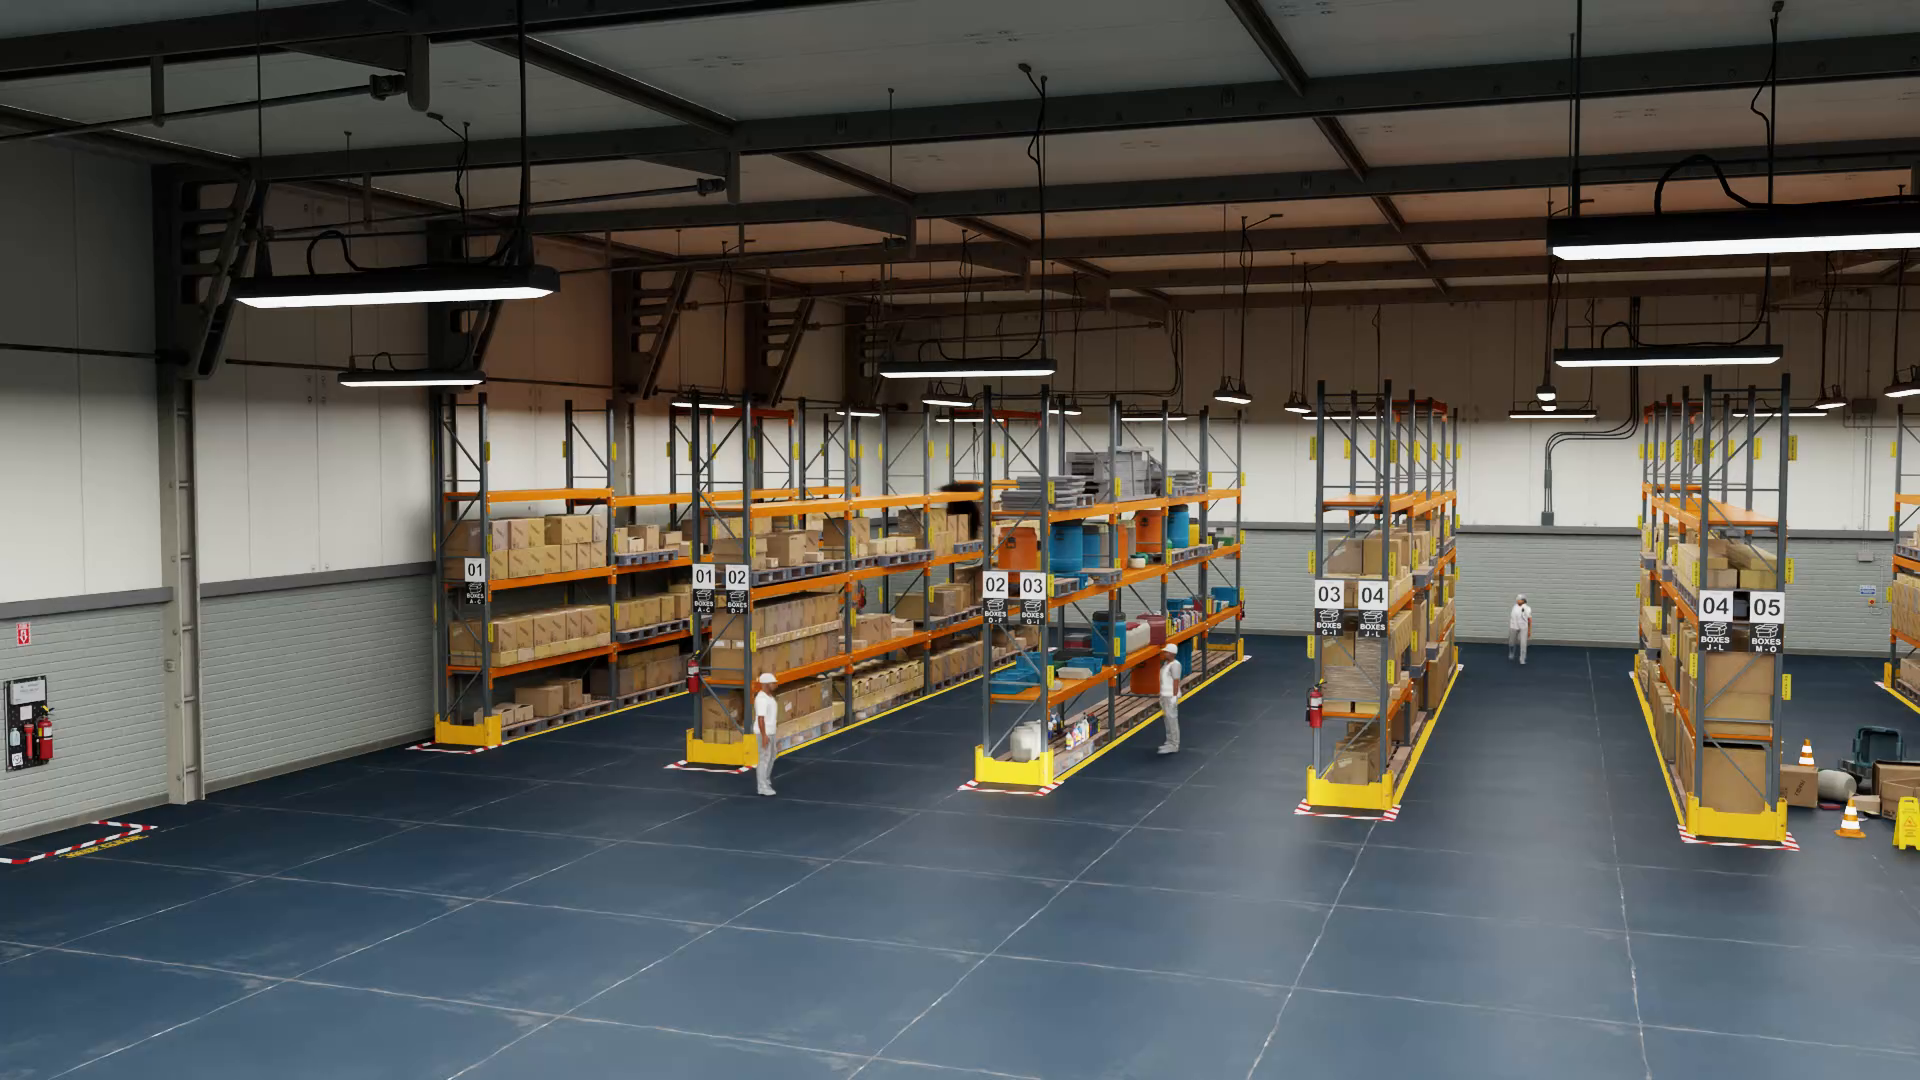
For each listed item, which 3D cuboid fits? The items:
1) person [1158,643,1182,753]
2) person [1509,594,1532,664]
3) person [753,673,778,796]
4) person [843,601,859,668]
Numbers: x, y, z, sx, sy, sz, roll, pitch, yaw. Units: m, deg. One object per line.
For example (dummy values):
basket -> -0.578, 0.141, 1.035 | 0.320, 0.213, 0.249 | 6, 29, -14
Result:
person -> 3.475, 2.626, 27.773 | 0.421, 1.788, 0.619 | -1, 3, -12
person -> 13.203, 2.088, 39.185 | 0.509, 1.632, 0.665 | 1, 3, 18
person -> -2.830, 2.864, 24.313 | 0.377, 1.843, 0.672 | 0, 3, 3
person -> -2.302, 2.186, 35.548 | 0.428, 1.763, 0.554 | 2, 3, 29
